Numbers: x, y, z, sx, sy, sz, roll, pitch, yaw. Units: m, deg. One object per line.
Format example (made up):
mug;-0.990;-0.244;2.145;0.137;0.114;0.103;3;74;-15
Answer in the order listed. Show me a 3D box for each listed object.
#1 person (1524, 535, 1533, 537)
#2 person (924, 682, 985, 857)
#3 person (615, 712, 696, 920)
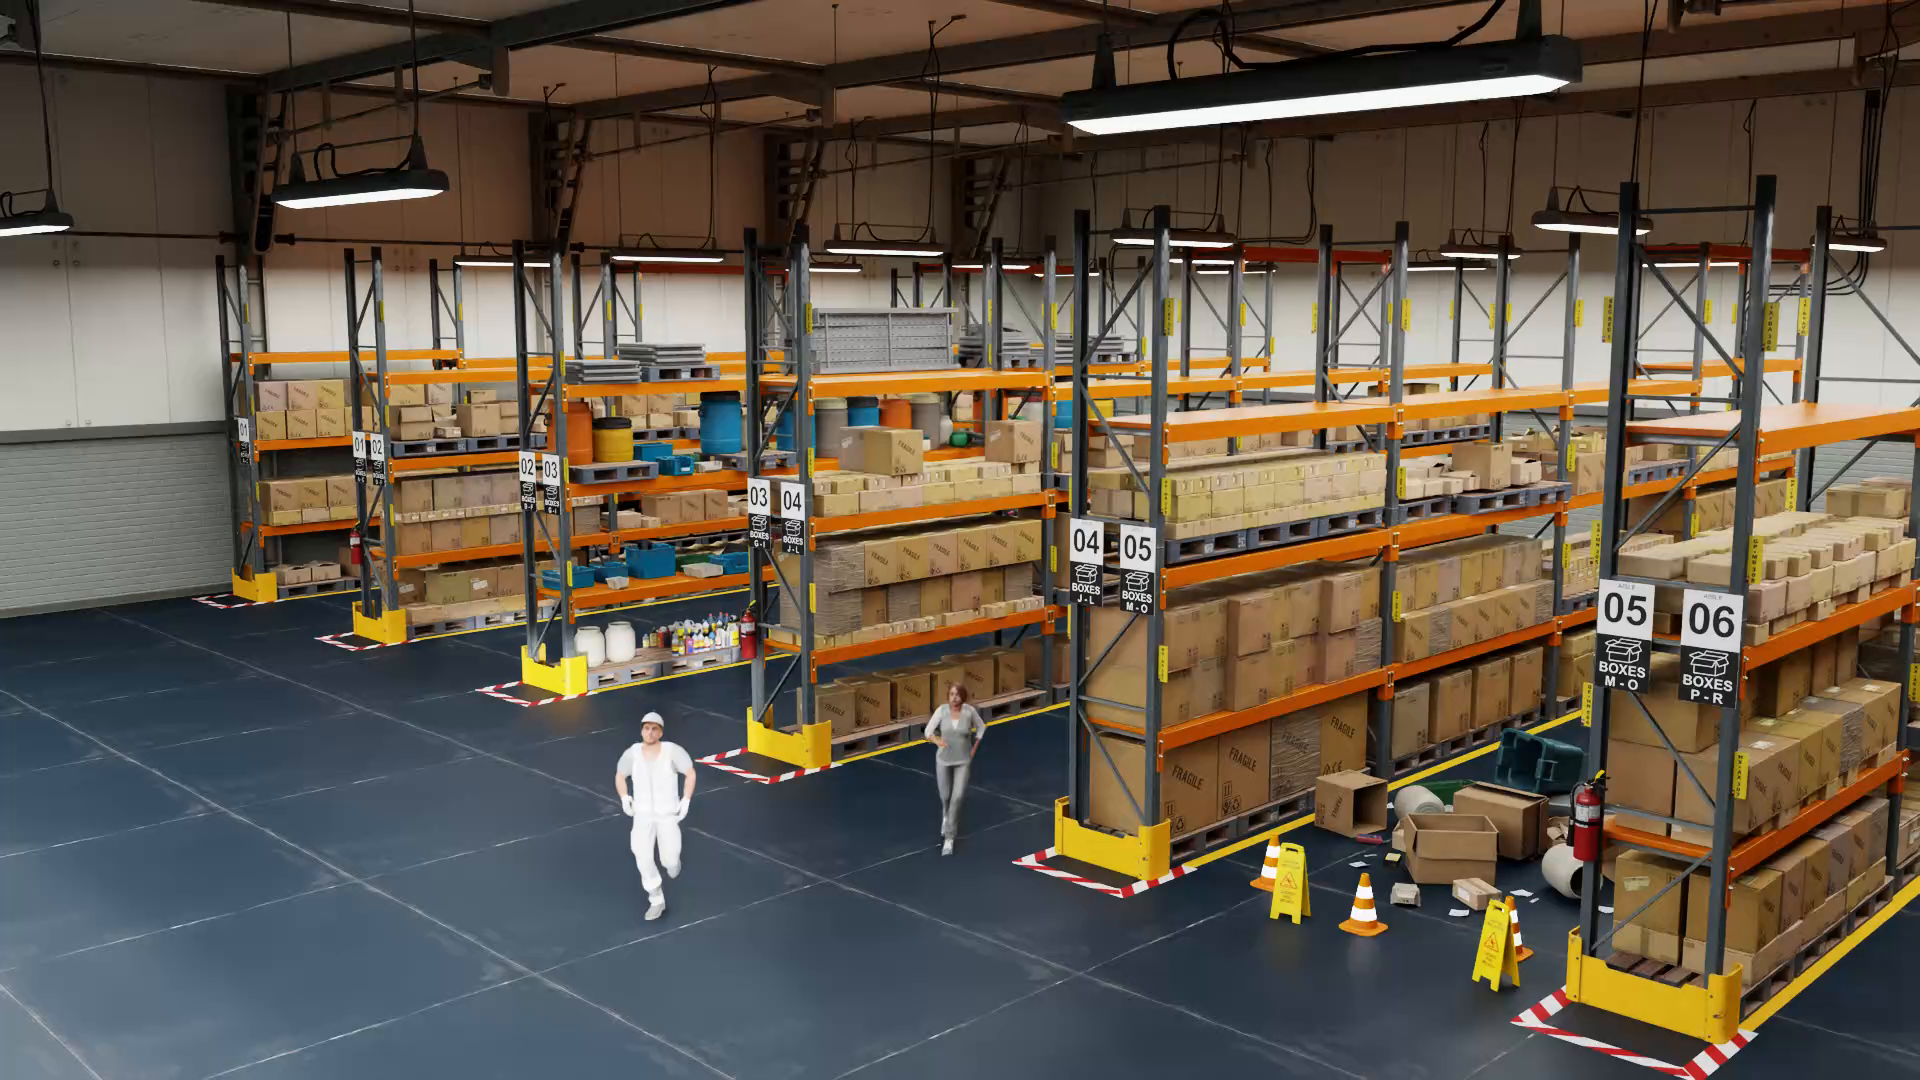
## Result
person;8.382;0.814;24.619;0.900;1.779;0.704;-7;11;-41
person;-0.052;2.147;15.907;0.569;1.637;0.712;1;8;5
person;-2.604;2.313;14.229;0.688;1.735;0.670;-1;8;-4
